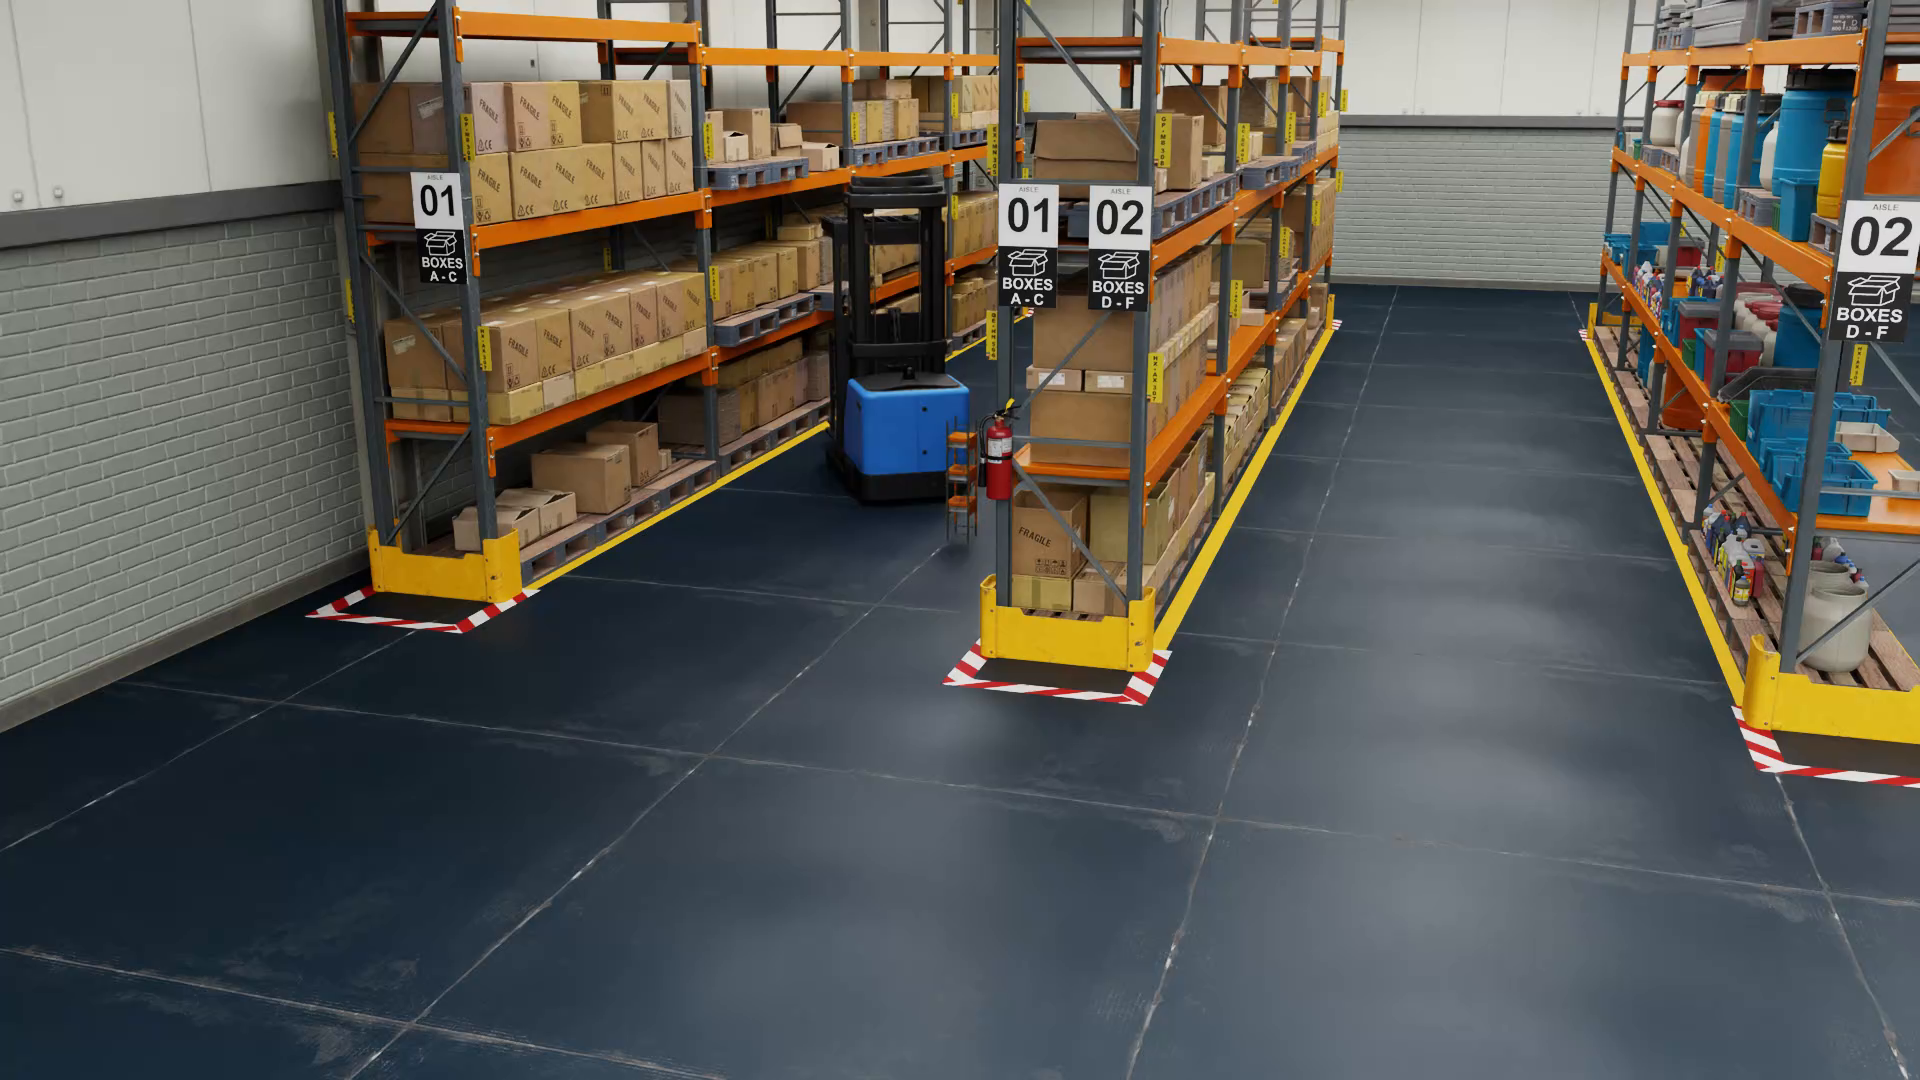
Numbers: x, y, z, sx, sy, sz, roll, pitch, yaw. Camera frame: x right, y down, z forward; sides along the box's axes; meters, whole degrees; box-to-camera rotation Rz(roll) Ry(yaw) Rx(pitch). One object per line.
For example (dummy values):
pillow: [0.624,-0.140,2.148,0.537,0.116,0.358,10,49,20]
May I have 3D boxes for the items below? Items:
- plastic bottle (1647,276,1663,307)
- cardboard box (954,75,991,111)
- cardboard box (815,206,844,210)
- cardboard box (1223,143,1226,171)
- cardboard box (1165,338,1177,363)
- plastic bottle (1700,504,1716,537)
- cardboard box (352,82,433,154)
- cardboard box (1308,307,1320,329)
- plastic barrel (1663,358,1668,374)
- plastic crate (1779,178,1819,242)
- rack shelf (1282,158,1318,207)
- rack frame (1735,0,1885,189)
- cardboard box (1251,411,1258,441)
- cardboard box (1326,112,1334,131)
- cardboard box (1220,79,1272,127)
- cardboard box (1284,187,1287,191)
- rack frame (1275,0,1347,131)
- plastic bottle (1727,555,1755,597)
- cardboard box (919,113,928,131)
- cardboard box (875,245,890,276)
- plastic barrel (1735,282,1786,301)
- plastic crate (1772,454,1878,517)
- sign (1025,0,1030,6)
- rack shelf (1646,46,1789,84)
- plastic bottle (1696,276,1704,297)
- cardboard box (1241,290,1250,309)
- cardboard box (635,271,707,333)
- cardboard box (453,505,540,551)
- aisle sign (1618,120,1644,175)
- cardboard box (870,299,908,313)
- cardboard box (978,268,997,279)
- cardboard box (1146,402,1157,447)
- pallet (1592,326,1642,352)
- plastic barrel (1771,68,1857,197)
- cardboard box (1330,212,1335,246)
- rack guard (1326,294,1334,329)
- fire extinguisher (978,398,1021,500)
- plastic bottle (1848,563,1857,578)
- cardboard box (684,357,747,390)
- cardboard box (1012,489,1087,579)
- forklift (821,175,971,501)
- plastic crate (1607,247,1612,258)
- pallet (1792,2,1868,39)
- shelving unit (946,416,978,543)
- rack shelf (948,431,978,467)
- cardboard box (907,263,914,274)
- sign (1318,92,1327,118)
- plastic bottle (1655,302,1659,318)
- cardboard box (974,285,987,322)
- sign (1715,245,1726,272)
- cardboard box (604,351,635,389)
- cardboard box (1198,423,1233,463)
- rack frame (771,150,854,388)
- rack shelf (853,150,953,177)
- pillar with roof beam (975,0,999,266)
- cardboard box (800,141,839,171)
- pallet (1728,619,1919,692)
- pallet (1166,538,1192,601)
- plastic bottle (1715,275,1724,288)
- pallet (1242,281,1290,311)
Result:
plastic bottle: [7.878,-2.806,18.817,0.144,0.351,0.185,5,16,16]
cardboard box: [0.147,-6.580,24.480,0.500,0.500,0.500,5,17,16]
cardboard box: [-1.557,-4.092,21.118,0.500,0.250,0.500,4,16,14]
cardboard box: [2.215,-3.570,15.426,0.500,0.250,0.500,3,16,10]
cardboard box: [1.423,-1.429,12.499,0.380,0.149,0.250,4,16,15]
plastic bottle: [6.115,-0.157,13.579,0.097,0.271,0.097,0,16,0]
cardboard box: [-4.138,-3.144,12.367,0.500,0.500,0.500,5,17,18]
cardboard box: [5.071,-3.313,24.746,0.500,0.250,0.500,5,16,16]
plastic barrel: [8.206,-1.820,18.900,0.600,0.588,0.708,5,16,16]
plastic crate: [5.742,-2.218,11.186,0.392,0.384,0.575,5,16,16]
rack shelf: [3.583,-4.359,20.022,1.077,0.370,4.000,5,16,16]
rack frame: [6.625,-4.193,12.622,1.000,3.000,0.127,5,16,16]
cardboard box: [2.810,-1.195,17.315,0.500,0.250,0.500,5,17,17]
cardboard box: [5.099,-6.028,23.945,0.500,0.250,0.500,5,16,16]
cardboard box: [3.144,-4.825,18.330,0.500,0.500,0.500,5,16,16]
cardboard box: [4.333,-4.733,23.503,0.500,0.500,0.500,5,17,16]
rack frame: [5.288,-7.718,25.049,1.000,3.000,0.127,5,16,16]
plastic bottle: [5.688,0.260,12.102,0.152,0.276,0.135,5,17,16]
cardboard box: [-0.630,-5.987,23.764,0.500,0.250,0.500,5,17,16]
cardboard box: [-1.195,-3.566,20.641,0.500,0.500,0.500,5,17,18]
plastic barrel: [7.921,-2.274,16.601,0.600,0.536,0.708,5,16,16]
plastic crate: [5.344,-0.343,10.315,0.499,0.251,0.616,5,16,16]
sign: [1.053,-8.543,26.100,0.100,0.325,0.005,5,16,16]
rack shelf: [8.331,-5.225,18.310,1.077,0.370,4.000,5,16,16]
plastic bottle: [8.687,-2.952,19.476,0.097,0.271,0.097,0,16,0]
cardboard box: [2.869,-2.604,18.177,0.500,0.311,0.500,6,17,19]
cardboard box: [-2.711,-2.226,15.544,0.500,0.500,0.500,5,16,16]
cardboard box: [-3.727,-0.121,13.381,0.500,0.311,0.500,3,16,10]
aisle sign: [9.771,-5.739,24.303,0.394,0.787,0.004,5,16,16]
cardboard box: [-1.147,-2.701,21.524,0.750,0.750,0.750,5,16,16]
cardboard box: [0.500,-4.221,26.336,0.380,0.149,0.250,5,17,17]
cardboard box: [1.030,-0.953,12.008,0.700,0.500,0.500,5,17,17]
pallet: [9.764,-2.892,24.140,1.003,0.211,1.213,5,16,16]
plastic barrel: [6.240,-2.941,12.017,0.600,0.901,0.708,5,16,16]
cardboard box: [5.421,-4.742,25.366,0.500,0.500,0.500,5,17,18]
rack guard: [5.266,-3.609,26.138,1.175,0.500,0.348,5,16,16]
fire extinguisher: [0.262,-0.614,11.138,0.296,0.674,0.183,5,16,16]
plastic bottle: [6.400,0.300,11.967,0.097,0.271,0.097,0,16,0]
cardboard box: [-2.558,-1.755,17.419,0.500,0.250,0.500,4,16,15]
cardboard box: [0.608,-0.049,11.901,0.500,0.500,0.500,5,16,16]
forklift: [-0.745,-2.133,16.478,1.130,2.935,3.031,-4,16,-13]
plastic crate: [9.287,-4.055,23.501,0.250,0.136,0.298,5,16,16]
pallet: [6.073,-3.372,10.806,1.003,0.211,1.213,5,16,16]
shelving unit: [0.015,-0.519,14.235,0.215,1.050,0.252,5,16,16]
rack shelf: [0.015,-0.782,14.161,0.215,0.259,0.240,5,16,16]
cardboard box: [-0.827,-3.618,22.011,0.380,0.149,0.250,4,16,14]
sign: [4.684,-5.624,21.496,0.100,0.325,0.005,5,16,16]
plastic bottle: [7.612,-2.512,18.052,0.097,0.201,0.097,0,16,0]
cardboard box: [0.005,-3.621,25.410,0.700,0.500,0.500,5,17,17]
sign: [9.426,-3.490,20.630,0.100,0.325,0.005,5,16,16]
cardboard box: [-3.137,-1.471,14.258,0.500,0.250,0.500,5,17,16]
cardboard box: [2.234,-0.930,15.353,0.500,0.311,0.500,5,16,16]
rack frame: [-1.736,-3.122,19.839,1.000,3.000,0.127,5,16,16]
rack shelf: [-1.168,-4.742,21.373,1.077,0.370,4.000,5,16,16]
pillar with roof beam: [4.603,-8.541,27.950,9.100,9.000,0.400,5,16,16]
cardboard box: [-1.682,-4.322,18.701,0.500,0.311,0.500,5,16,16]
pallet: [5.701,0.845,10.963,1.003,0.211,1.213,5,16,16]
pallet: [1.266,0.174,13.328,1.003,0.211,1.213,5,16,16]
plastic bottle: [8.638,-2.822,18.874,0.144,0.351,0.185,5,16,16]
pallet: [3.139,-2.829,19.159,1.213,0.211,1.003,5,16,16]
